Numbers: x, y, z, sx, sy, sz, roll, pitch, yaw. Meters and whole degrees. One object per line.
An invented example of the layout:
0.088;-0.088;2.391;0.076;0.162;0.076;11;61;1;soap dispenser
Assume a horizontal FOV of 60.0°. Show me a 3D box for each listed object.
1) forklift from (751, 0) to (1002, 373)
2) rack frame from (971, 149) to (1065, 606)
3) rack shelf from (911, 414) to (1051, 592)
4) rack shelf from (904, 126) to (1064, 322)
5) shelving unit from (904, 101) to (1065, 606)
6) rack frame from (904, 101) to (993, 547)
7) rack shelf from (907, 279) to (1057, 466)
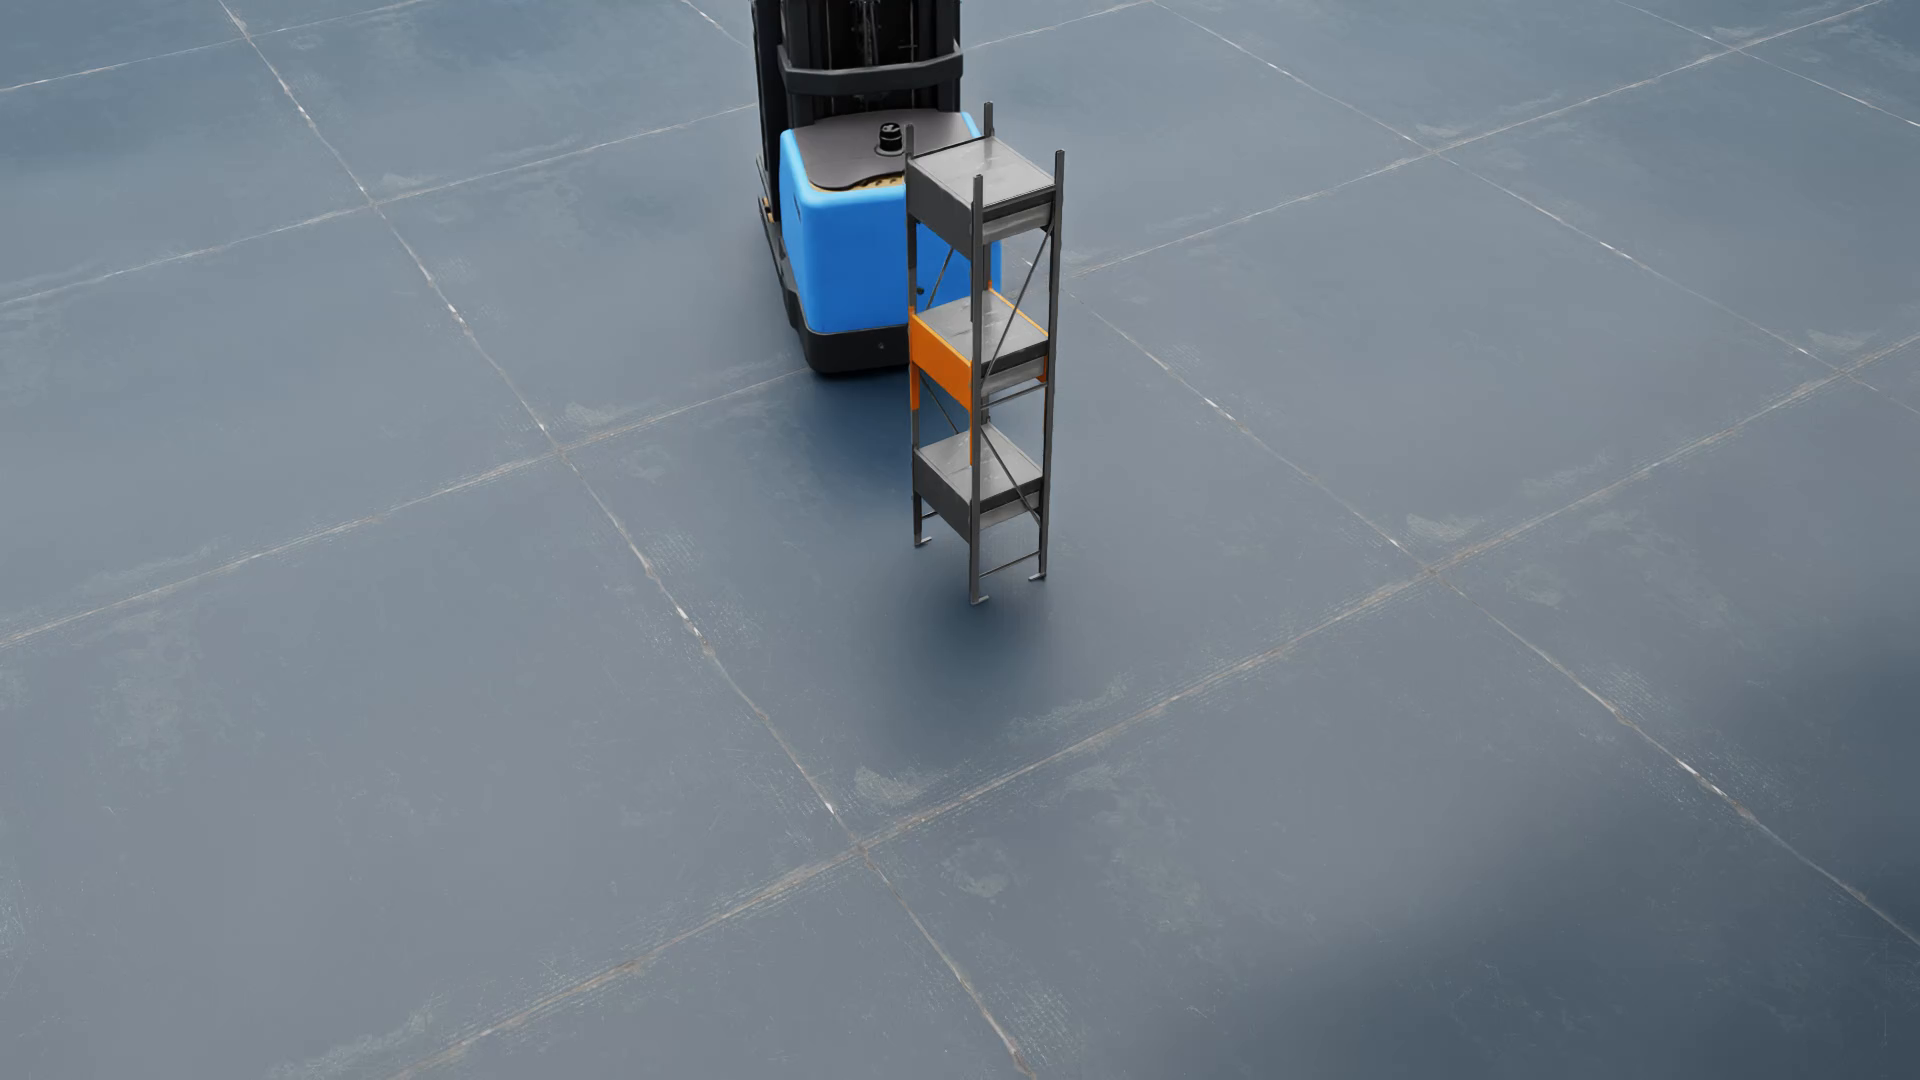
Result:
-0.594;-2.947;8.997;1.130;2.935;3.031;-8;41;-10;forklift
0.220;-0.586;6.813;0.400;2.100;0.015;-22;45;-24;rack frame
0.089;-0.169;7.427;0.431;0.518;0.480;-22;45;-24;rack shelf
0.089;-1.245;6.531;0.431;0.518;0.480;-22;45;-24;rack shelf
0.089;-0.717;6.971;0.431;2.100;0.503;-22;45;-24;shelving unit
-0.042;-0.849;7.129;0.400;2.100;0.015;-22;45;-24;rack frame
0.089;-0.707;6.979;0.431;0.518;0.480;-22;45;-24;rack shelf
